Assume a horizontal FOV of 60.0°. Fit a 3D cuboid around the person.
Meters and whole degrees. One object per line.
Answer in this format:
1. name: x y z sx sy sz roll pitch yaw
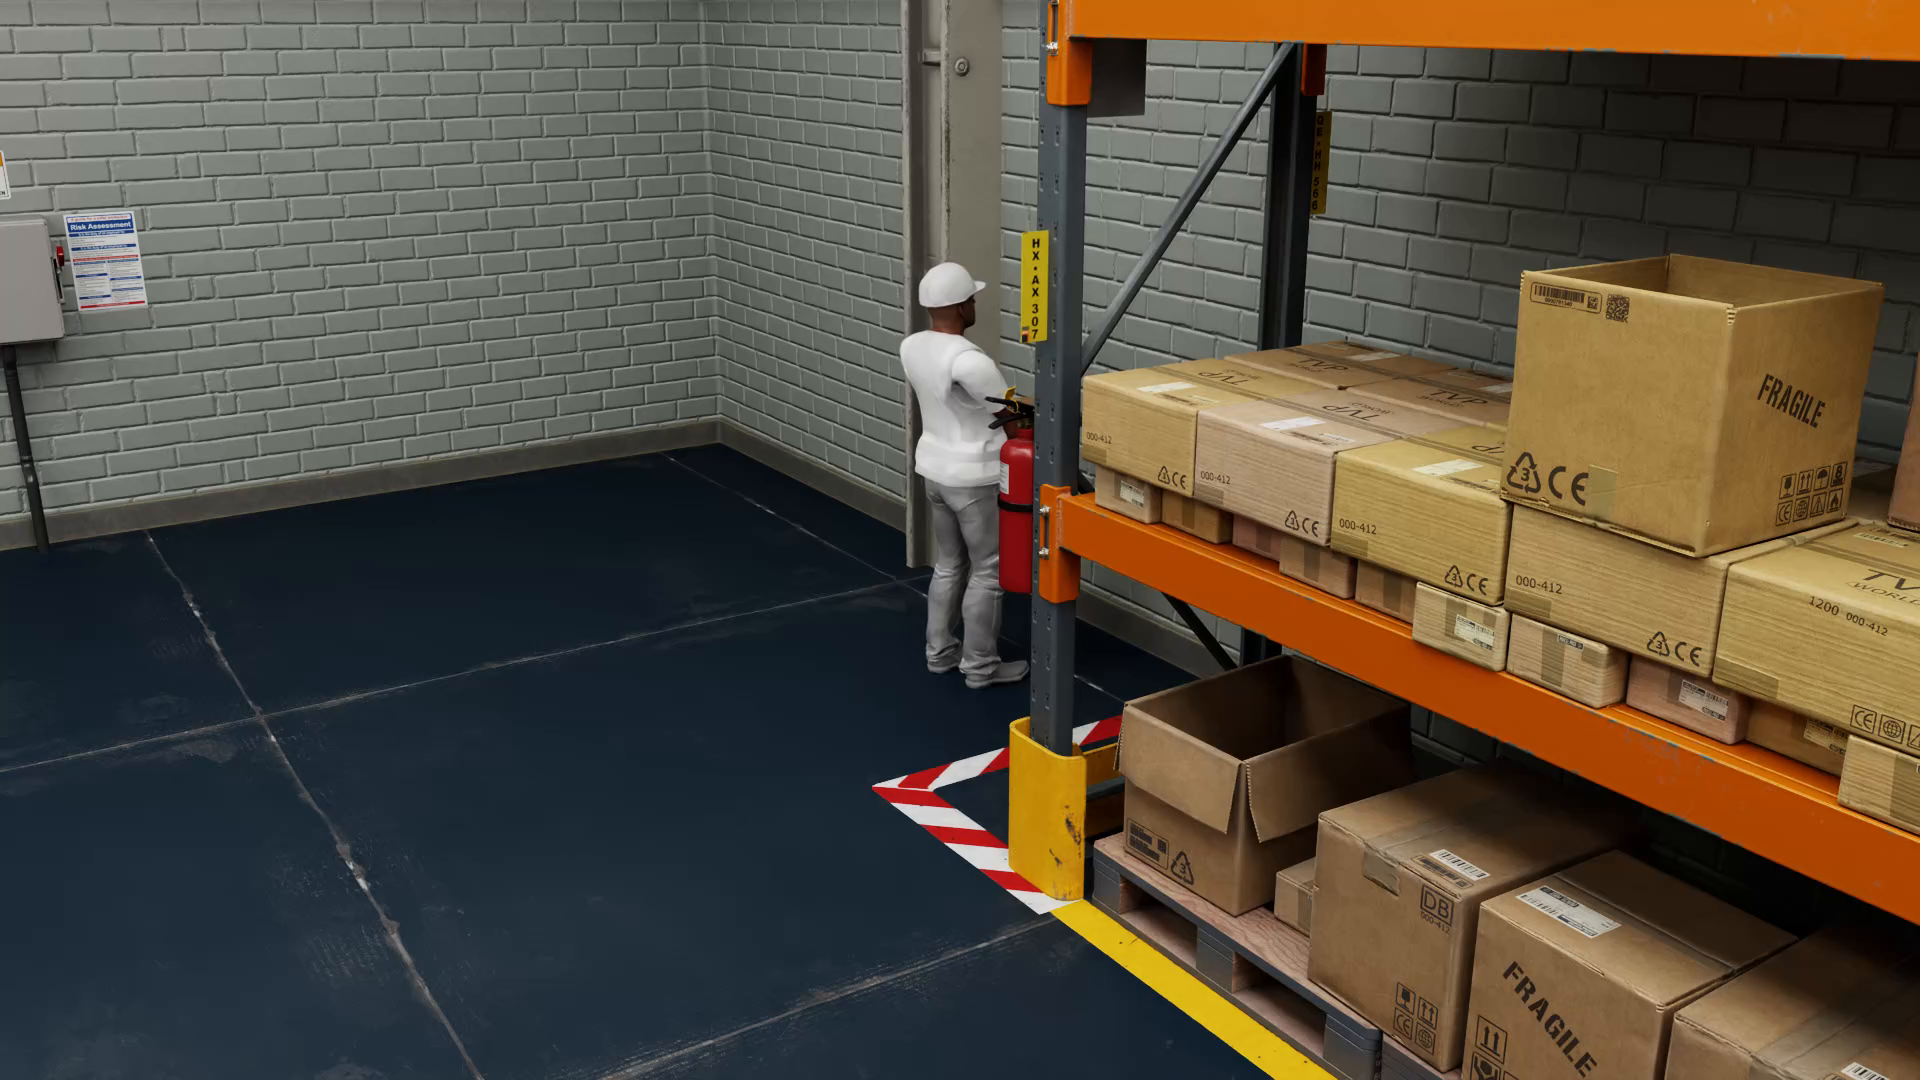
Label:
1. person: 0.090 -0.274 6.874 0.587 1.759 0.503 -11 21 -31
